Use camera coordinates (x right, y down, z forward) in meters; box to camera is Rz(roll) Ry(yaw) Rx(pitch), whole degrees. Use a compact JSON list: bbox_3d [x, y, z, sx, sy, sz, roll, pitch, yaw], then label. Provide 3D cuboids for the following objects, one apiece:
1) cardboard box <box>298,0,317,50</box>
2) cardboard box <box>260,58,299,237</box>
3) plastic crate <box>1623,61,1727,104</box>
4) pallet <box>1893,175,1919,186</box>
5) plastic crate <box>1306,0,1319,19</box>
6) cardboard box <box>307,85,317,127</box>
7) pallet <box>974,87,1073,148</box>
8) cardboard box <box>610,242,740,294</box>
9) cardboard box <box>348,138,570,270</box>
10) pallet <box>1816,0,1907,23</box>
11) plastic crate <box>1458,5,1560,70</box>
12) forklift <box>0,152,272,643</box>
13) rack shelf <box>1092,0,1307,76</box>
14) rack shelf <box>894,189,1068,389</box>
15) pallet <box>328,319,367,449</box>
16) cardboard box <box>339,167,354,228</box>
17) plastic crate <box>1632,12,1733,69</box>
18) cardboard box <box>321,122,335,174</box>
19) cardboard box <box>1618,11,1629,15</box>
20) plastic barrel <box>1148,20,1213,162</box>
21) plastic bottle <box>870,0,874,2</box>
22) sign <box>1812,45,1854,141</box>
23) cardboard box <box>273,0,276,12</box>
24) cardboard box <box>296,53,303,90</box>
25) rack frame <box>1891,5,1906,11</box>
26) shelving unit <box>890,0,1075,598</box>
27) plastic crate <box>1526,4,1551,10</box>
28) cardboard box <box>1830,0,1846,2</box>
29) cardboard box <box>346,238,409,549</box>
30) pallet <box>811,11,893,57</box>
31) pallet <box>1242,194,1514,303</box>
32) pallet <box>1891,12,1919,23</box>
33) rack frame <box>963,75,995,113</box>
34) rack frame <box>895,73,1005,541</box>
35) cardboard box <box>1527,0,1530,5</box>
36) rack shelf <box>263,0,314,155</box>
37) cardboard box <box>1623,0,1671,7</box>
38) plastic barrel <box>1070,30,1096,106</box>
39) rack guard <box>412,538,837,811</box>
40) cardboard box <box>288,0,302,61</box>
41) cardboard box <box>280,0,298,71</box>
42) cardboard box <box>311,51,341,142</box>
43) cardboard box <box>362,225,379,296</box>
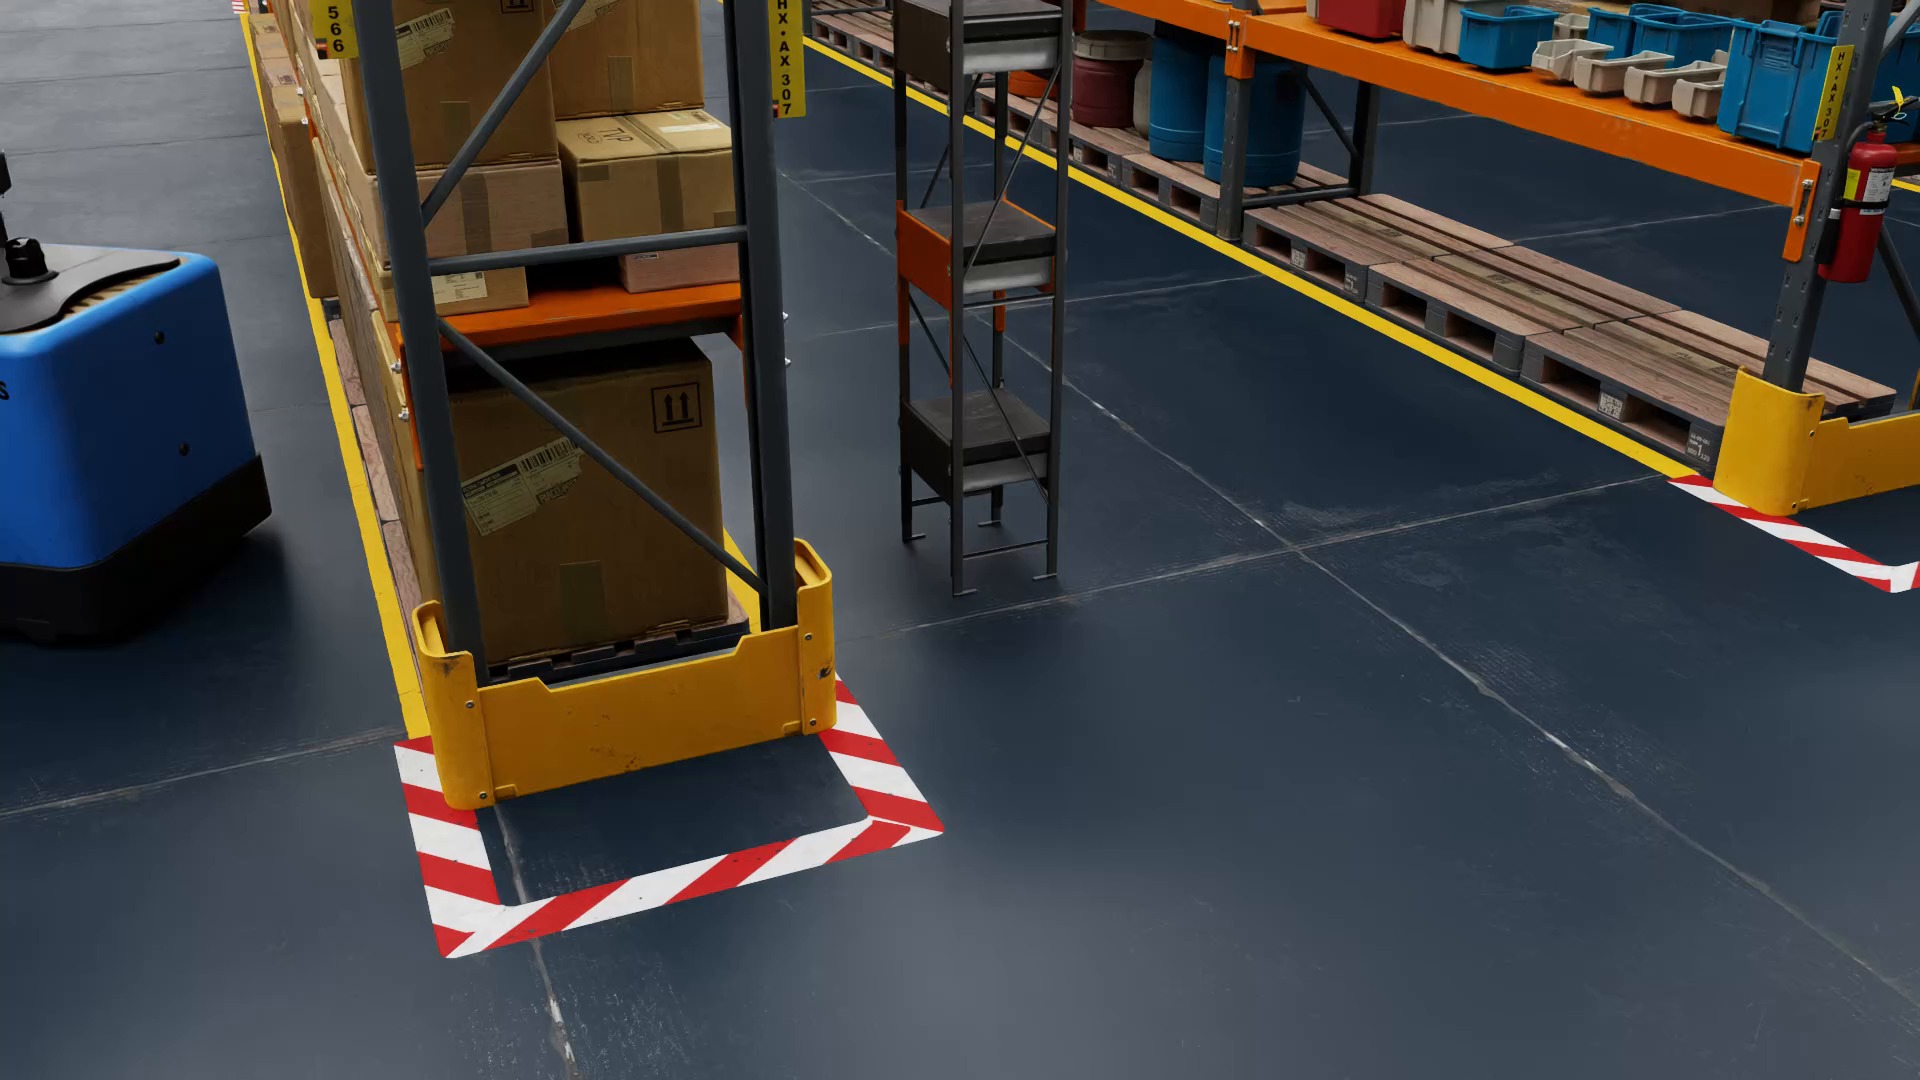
[{"bbox_3d":[-2.192,-2.127,6.164,0.500,0.500,0.500,-11,28,-22],"label":"cardboard box"},{"bbox_3d":[-3.158,-2.219,9.320,1.225,0.875,0.875,-12,28,-22],"label":"cardboard box"},{"bbox_3d":[2.999,-1.932,7.021,0.396,0.136,0.243,-11,28,-21],"label":"plastic crate"},{"bbox_3d":[6.846,-2.540,11.212,1.003,0.211,1.213,-11,28,-21],"label":"pallet"},{"bbox_3d":[2.070,-2.917,9.038,0.396,0.136,0.243,-11,28,-21],"label":"plastic crate"},{"bbox_3d":[-2.417,-1.762,6.727,0.380,0.149,0.250,-11,28,-22],"label":"cardboard box"},{"bbox_3d":[0.800,-3.272,12.710,1.003,0.211,1.213,-11,28,-21],"label":"pallet"},{"bbox_3d":[-0.807,-0.842,4.843,0.380,0.149,0.250,-10,28,-20],"label":"cardboard box"},{"bbox_3d":[-1.406,-0.971,4.653,0.500,0.250,0.500,-11,28,-21],"label":"cardboard box"},{"bbox_3d":[9.264,-5.601,17.480,1.003,0.211,1.213,-11,28,-21],"label":"pallet"},{"bbox_3d":[2.545,-2.343,7.752,0.416,0.233,0.300,-11,28,-21],"label":"plastic crate"},{"bbox_3d":[-4.173,-1.289,5.550,3.031,2.935,1.130,5,26,10],"label":"forklift"},{"bbox_3d":[1.236,-3.705,11.240,1.077,0.370,4.000,-11,28,-21],"label":"rack shelf"},{"bbox_3d":[0.065,-0.864,5.658,0.431,0.518,0.480,-11,28,-21],"label":"rack shelf"},{"bbox_3d":[-2.312,-0.796,7.641,1.003,0.211,1.213,-11,28,-21],"label":"pallet"},{"bbox_3d":[-1.815,-1.142,5.456,0.380,0.149,0.250,-11,28,-22],"label":"cardboard box"},{"bbox_3d":[3.276,-2.246,7.553,0.416,0.233,0.300,-11,28,-21],"label":"plastic crate"},{"bbox_3d":[-2.116,-1.452,6.090,0.380,0.149,0.250,-11,28,-22],"label":"cardboard box"},{"bbox_3d":[5.538,-3.903,13.174,0.500,0.500,0.500,-12,28,-22],"label":"cardboard box"},{"bbox_3d":[1.544,-2.975,10.838,0.600,0.901,0.708,-11,28,-21],"label":"plastic barrel"},{"bbox_3d":[-0.875,-5.636,17.062,0.097,0.201,0.097,0,26,0],"label":"plastic bottle"},{"bbox_3d":[3.086,-1.578,5.878,0.100,0.325,0.005,-11,28,-21],"label":"sign"},{"bbox_3d":[-3.563,-3.171,9.211,0.500,0.500,0.500,-10,28,-20],"label":"cardboard box"},{"bbox_3d":[-2.728,-2.081,7.379,0.380,0.149,0.250,-11,28,-20],"label":"cardboard box"},{"bbox_3d":[9.568,-6.538,16.222,1.000,3.000,0.127,-11,28,-21],"label":"rack frame"},{"bbox_3d":[0.065,-0.877,5.652,0.431,2.100,0.503,-11,28,-21],"label":"shelving unit"},{"bbox_3d":[2.705,-2.719,8.644,0.437,0.125,0.590,-11,28,-21],"label":"plastic crate"},{"bbox_3d":[9.238,-5.894,17.251,0.700,0.500,0.500,-10,28,-20],"label":"cardboard box"},{"bbox_3d":[-1.652,-0.601,6.005,0.875,0.875,0.875,-11,28,-21],"label":"cardboard box"},{"bbox_3d":[-0.771,-4.887,16.019,1.003,0.211,1.213,-11,28,-21],"label":"pallet"},{"bbox_3d":[2.343,-1.678,9.446,1.003,0.211,1.213,-11,28,-21],"label":"pallet"},{"bbox_3d":[9.808,-4.954,16.155,1.003,0.211,1.213,-11,28,-21],"label":"pallet"},{"bbox_3d":[0.453,-4.836,12.736,1.000,3.000,0.127,-11,28,-21],"label":"rack frame"},{"bbox_3d":[-0.031,-0.975,5.854,0.400,2.100,0.015,-11,28,-21],"label":"rack frame"},{"bbox_3d":[4.927,-4.527,14.451,0.500,0.500,0.500,-9,28,-18],"label":"cardboard box"},{"bbox_3d":[-3.321,-2.854,9.497,1.077,0.370,4.000,-11,28,-21],"label":"rack shelf"},{"bbox_3d":[5.796,-4.214,13.809,0.500,0.500,0.500,-12,28,-22],"label":"cardboard box"},{"bbox_3d":[0.963,-3.499,12.355,0.421,0.512,0.421,0,26,0],"label":"plastic barrel"},{"bbox_3d":[-0.962,0.378,4.906,1.175,0.500,0.348,-11,28,-21],"label":"rack guard"},{"bbox_3d":[-2.595,-2.202,7.172,0.500,0.250,0.500,-11,28,-22],"label":"cardboard box"},{"bbox_3d":[-2.973,-2.557,7.954,0.500,0.500,0.500,-10,28,-20],"label":"cardboard box"},{"bbox_3d":[-2.011,-1.591,5.922,0.500,0.250,0.500,-11,28,-21],"label":"cardboard box"},{"bbox_3d":[-1.518,-0.834,4.826,0.380,0.149,0.250,-10,28,-20],"label":"cardboard box"}]
